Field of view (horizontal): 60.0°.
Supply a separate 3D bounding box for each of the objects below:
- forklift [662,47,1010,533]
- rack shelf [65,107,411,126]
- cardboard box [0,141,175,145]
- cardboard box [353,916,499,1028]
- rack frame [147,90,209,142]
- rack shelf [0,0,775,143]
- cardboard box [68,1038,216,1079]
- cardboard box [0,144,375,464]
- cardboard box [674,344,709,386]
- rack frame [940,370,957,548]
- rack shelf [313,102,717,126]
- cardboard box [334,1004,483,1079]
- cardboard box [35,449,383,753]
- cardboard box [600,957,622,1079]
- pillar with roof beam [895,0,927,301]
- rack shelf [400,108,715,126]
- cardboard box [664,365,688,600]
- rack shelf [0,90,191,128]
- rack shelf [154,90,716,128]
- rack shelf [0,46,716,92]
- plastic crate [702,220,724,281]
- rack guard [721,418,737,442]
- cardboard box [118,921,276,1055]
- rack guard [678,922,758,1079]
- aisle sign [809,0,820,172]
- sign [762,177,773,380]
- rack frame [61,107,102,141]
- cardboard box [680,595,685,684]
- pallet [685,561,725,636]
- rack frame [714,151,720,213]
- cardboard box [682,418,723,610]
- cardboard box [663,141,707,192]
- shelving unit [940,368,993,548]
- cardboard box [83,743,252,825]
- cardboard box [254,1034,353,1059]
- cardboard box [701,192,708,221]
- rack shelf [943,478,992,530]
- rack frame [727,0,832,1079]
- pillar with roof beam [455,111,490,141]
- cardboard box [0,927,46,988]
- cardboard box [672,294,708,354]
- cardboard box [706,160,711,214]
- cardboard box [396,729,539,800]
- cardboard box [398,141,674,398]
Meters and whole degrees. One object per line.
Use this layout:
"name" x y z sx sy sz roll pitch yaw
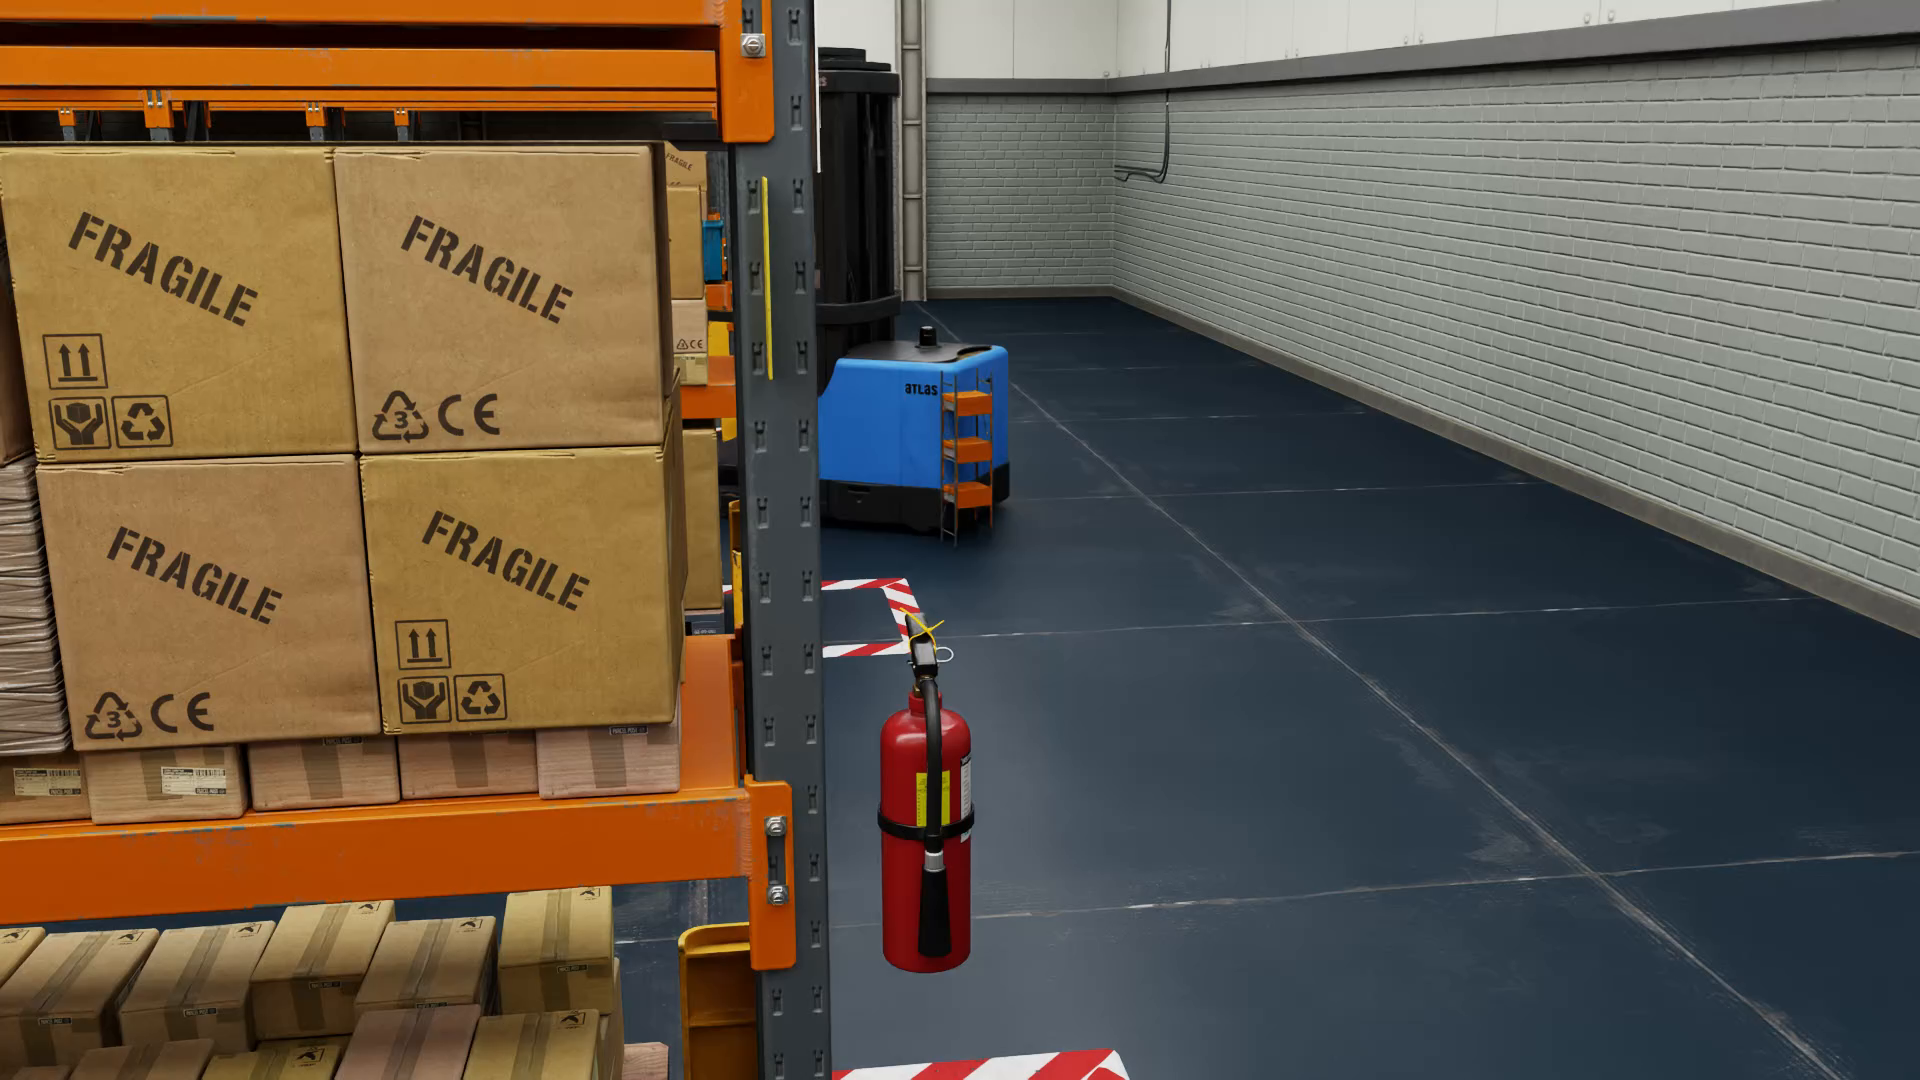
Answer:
"forklift" -1.240 -1.673 10.868 3.031 2.935 1.130 5 15 21
"rack shelf" -9.168 -5.512 21.346 4.000 0.370 1.077 -2 14 -8
"cardboard box" -1.881 -0.544 3.353 0.500 0.500 0.500 -2 14 -10
"cardboard box" -1.205 1.015 3.784 0.250 0.149 0.380 -2 14 -7
"rack frame" -5.714 -2.095 12.410 0.127 3.000 1.000 -2 14 -8
"rack shelf" -2.359 -0.886 2.899 4.000 0.370 1.077 -2 14 -8
"cardboard box" -1.627 1.148 3.252 0.250 0.149 0.380 -3 14 -11
"cardboard box" -1.298 -0.435 2.918 0.500 0.500 0.500 -3 14 -10
"cardboard box" -1.324 -0.835 7.901 0.250 0.149 0.380 -2 14 -7
"rack frame" -0.067 -0.485 9.998 0.008 1.050 0.200 -7 16 -27
"rack shelf" -4.471 -4.465 17.173 4.000 0.370 1.077 -2 14 -8
"cardboard box" -1.125 1.114 3.388 0.250 0.149 0.380 -2 14 -7
"cardboard box" -1.298 0.051 3.036 0.500 0.500 0.500 -2 14 -9
"cardboard box" -0.938 1.140 3.896 0.250 0.149 0.380 -1 14 -6
"pillar with roof beam" -0.052 -6.803 18.851 0.400 9.000 9.100 -2 14 -8
"rack shelf" -5.212 -5.657 21.924 4.000 0.370 1.077 -2 14 -8
"cardboard box" -0.867 -0.095 3.617 0.500 0.500 0.500 -1 14 -6
"rack shelf" -7.692 -3.129 11.844 4.000 0.370 1.077 -2 14 -8
"rack shelf" -3.736 -3.274 12.422 4.000 0.370 1.077 -2 14 -8
"rack shelf" -2.998 -2.082 7.671 4.000 0.370 1.077 -2 14 -8
"plastic crate" -2.062 -2.229 12.749 0.499 0.435 0.616 -2 14 -8
"rack guard" -1.737 -1.032 13.308 0.348 0.500 1.175 -2 14 -8
"cardboard box" -1.706 1.022 3.755 0.250 0.149 0.380 -3 14 -11
"rack guard" -0.457 1.363 3.759 0.348 0.500 1.175 -2 14 -8
"aisle sign" -0.265 -1.043 2.872 0.004 0.787 0.394 -2 14 -8
"sign" -0.319 -0.433 2.751 0.005 0.325 0.100 -2 14 -8
"rack frame" -11.145 -4.333 21.334 0.127 3.000 1.000 -2 14 -8
"cardboard box" -0.751 0.203 3.764 0.250 0.149 0.380 -2 14 -9
"pallet" -1.800 0.352 8.386 1.213 0.211 1.003 -2 14 -8
"rack frame" -3.235 -4.623 22.490 0.127 3.000 1.000 -2 14 -8
"cardboard box" -1.642 -0.179 8.276 0.875 0.875 0.875 -2 14 -8
"cardboard box" -2.892 -3.883 17.278 0.500 0.500 0.500 -2 14 -9
"shelving unit" 0.041 -0.499 10.054 0.252 1.050 0.215 -7 16 -27
"cardboard box" -1.408 0.377 3.068 0.250 0.149 0.380 -2 14 -7
"cardboard box" -1.446 1.167 3.790 0.250 0.149 0.380 -2 14 -8
"cardboard box" -2.895 -3.399 17.402 0.500 0.500 0.500 -2 14 -7
"rack shelf" 0.041 -0.219 10.124 0.240 0.259 0.215 -7 16 -27
"rack frame" -0.382 0.147 3.469 0.053 2.616 0.949 -2 14 -8
"pillar with roof beam" -5.985 -6.586 17.984 0.400 9.000 9.100 -2 14 -8
"cardboard box" -2.249 1.028 3.730 0.250 0.149 0.380 -2 14 -7
"cardboard box" -1.460 -1.039 7.895 0.500 0.250 0.500 -2 14 -9
"cardboard box" -3.737 -4.748 22.370 0.700 0.700 0.980 -1 14 -6
"cardboard box" -0.914 0.350 3.178 0.250 0.149 0.380 -2 14 -8
"cardboard box" -0.865 -0.577 3.485 0.500 0.500 0.500 -2 14 -9
